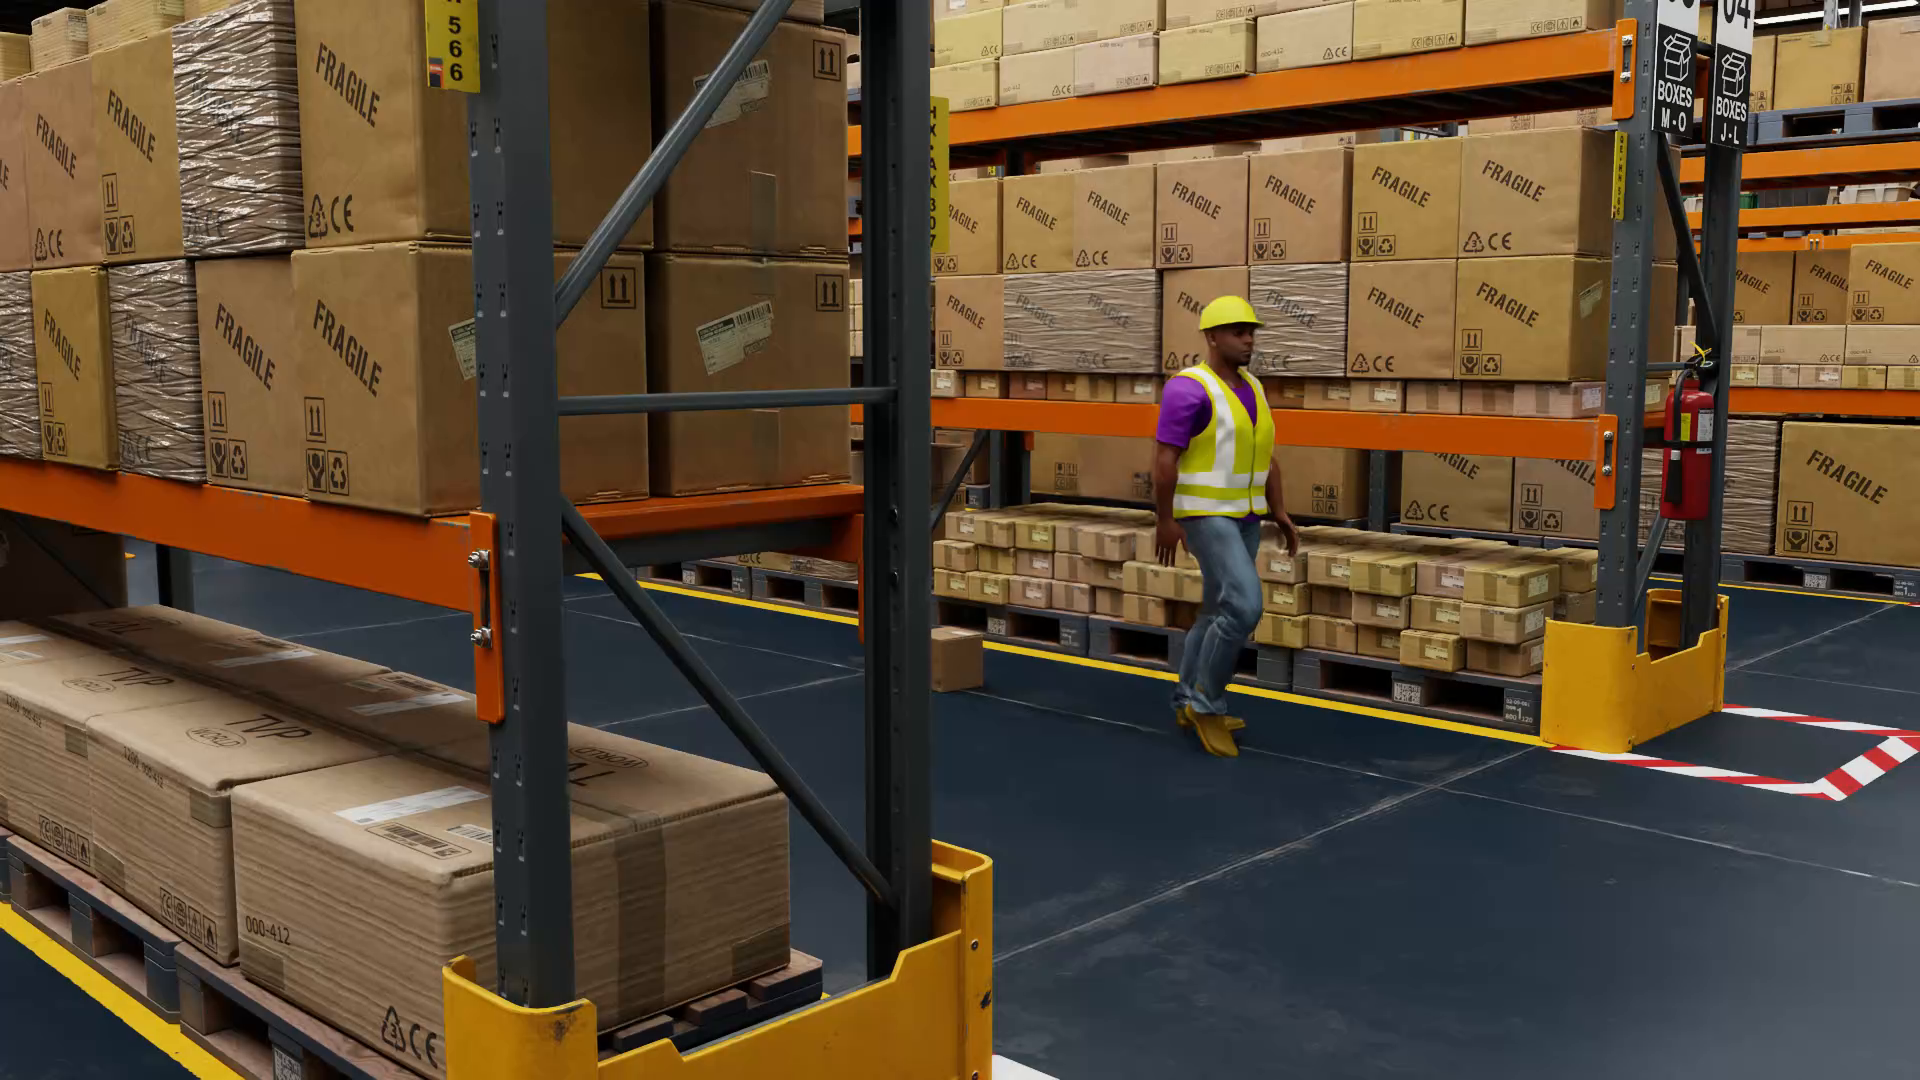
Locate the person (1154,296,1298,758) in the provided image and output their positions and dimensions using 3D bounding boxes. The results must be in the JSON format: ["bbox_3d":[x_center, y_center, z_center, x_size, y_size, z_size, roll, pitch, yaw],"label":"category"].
[{"bbox_3d":[1.056,-0.054,6.604,0.509,1.814,0.581,7,10,43],"label":"person"}]
